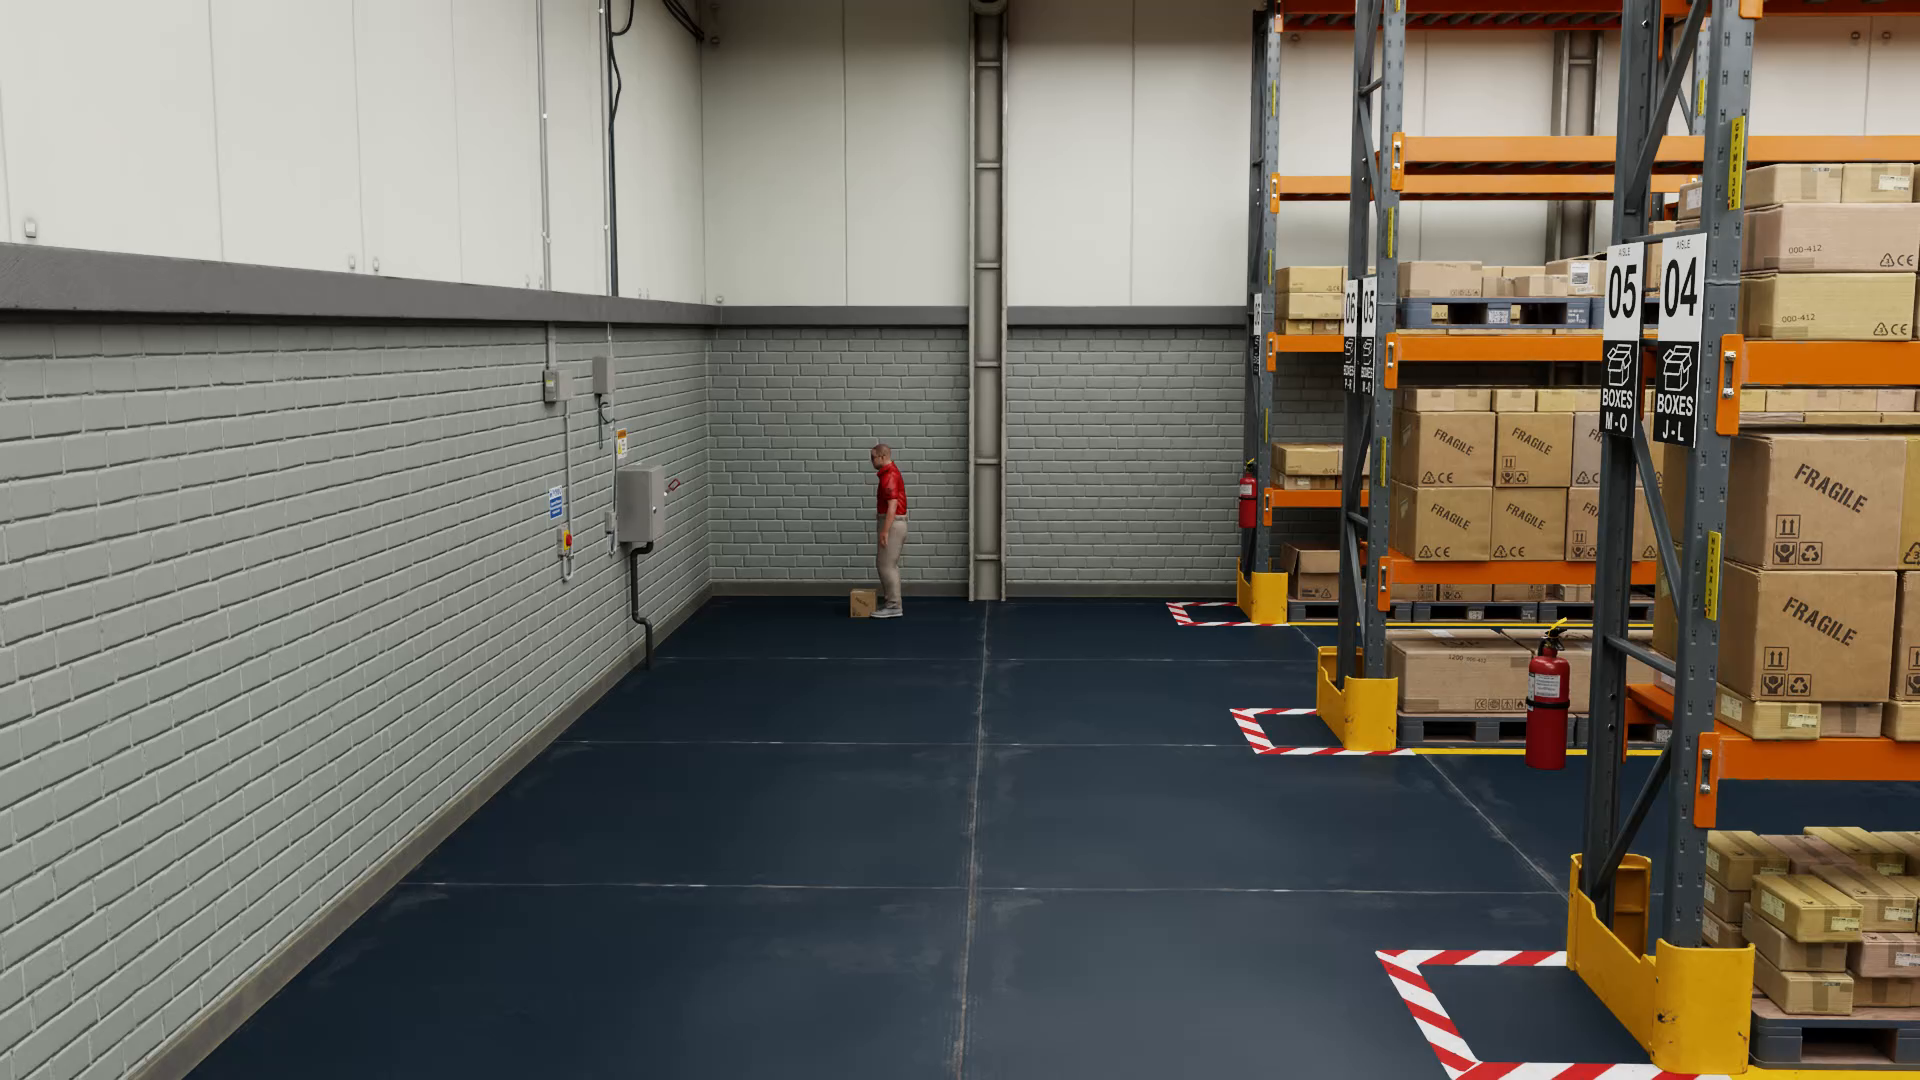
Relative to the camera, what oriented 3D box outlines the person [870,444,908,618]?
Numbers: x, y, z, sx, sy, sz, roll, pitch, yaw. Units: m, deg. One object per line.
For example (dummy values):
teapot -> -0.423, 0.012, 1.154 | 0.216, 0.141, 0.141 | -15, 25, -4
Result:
person -> -0.713, -0.100, 16.618 | 0.389, 1.726, 0.588 | 0, 7, 1
